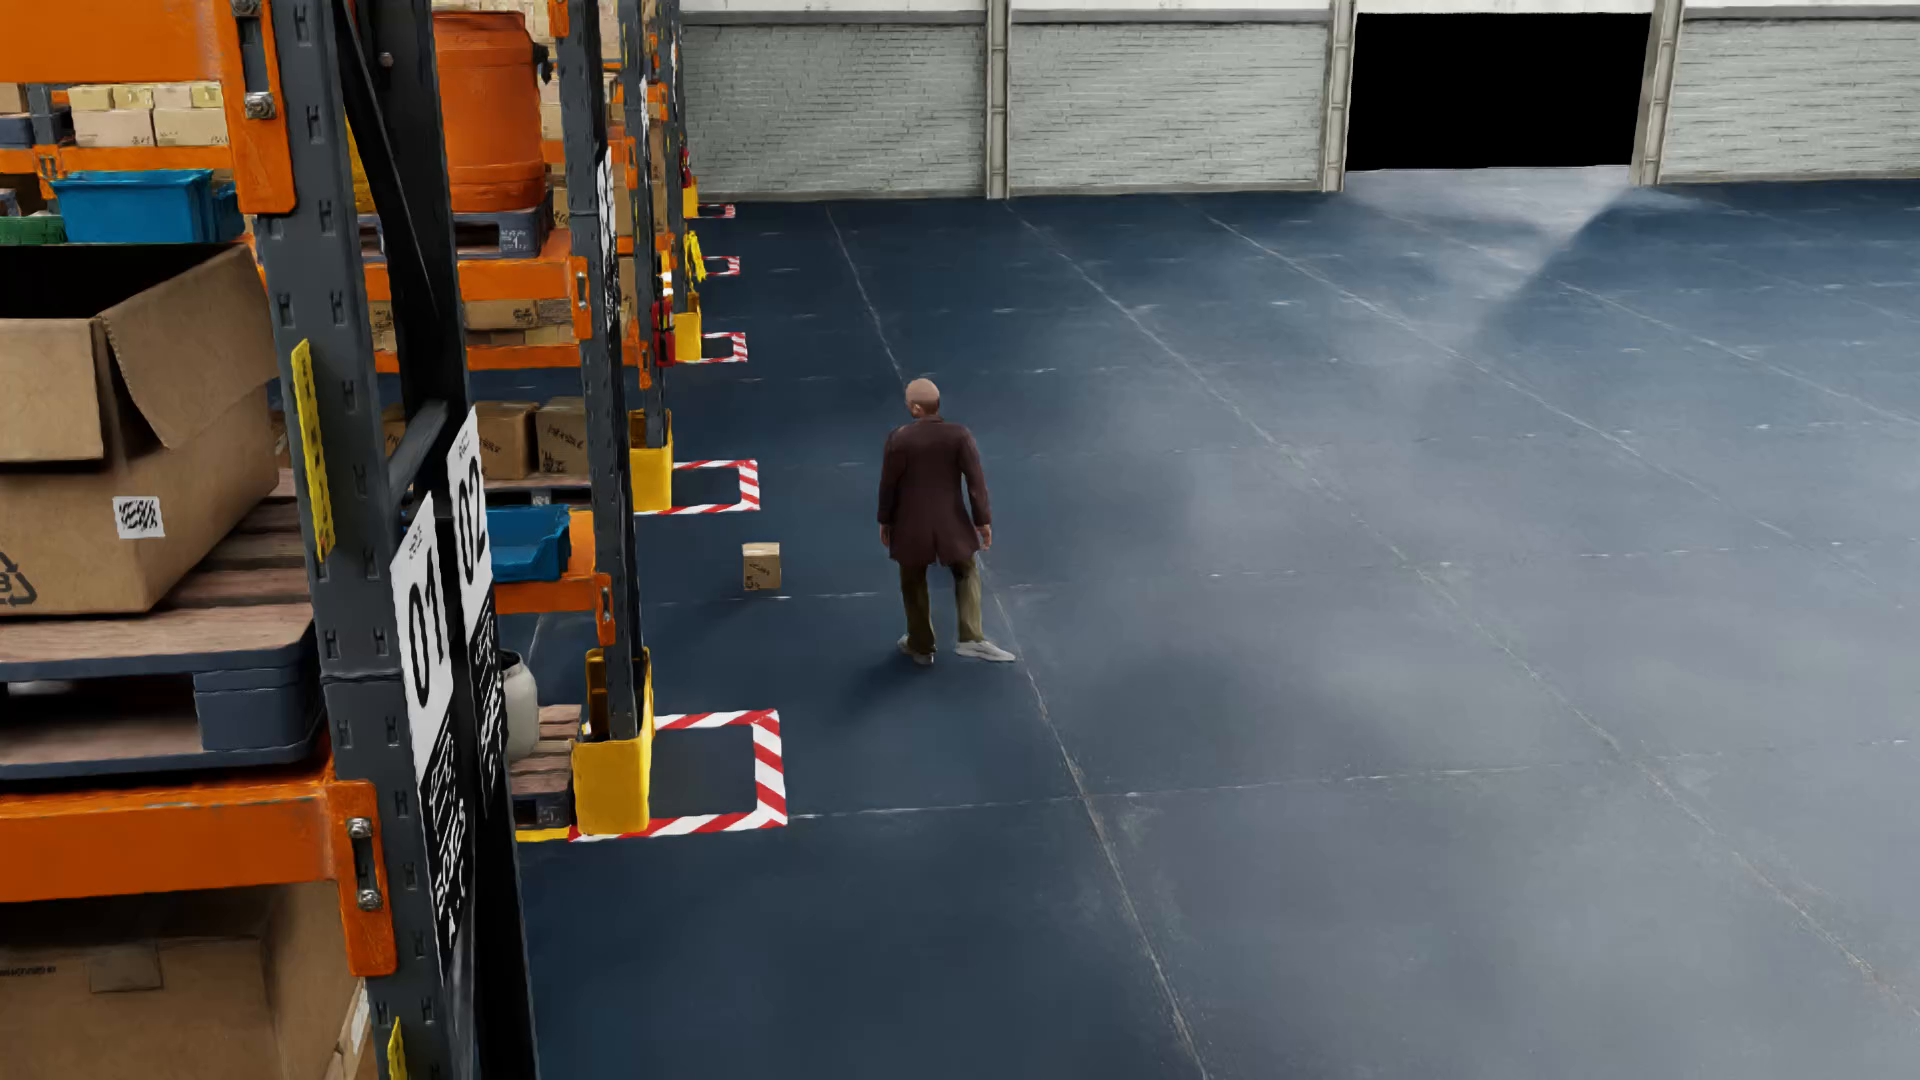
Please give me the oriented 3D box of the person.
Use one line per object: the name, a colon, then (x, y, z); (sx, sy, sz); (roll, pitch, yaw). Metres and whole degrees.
person: (-0.096, -0.080, 9.816); (0.787, 1.775, 0.662); (-2, 20, -6)
